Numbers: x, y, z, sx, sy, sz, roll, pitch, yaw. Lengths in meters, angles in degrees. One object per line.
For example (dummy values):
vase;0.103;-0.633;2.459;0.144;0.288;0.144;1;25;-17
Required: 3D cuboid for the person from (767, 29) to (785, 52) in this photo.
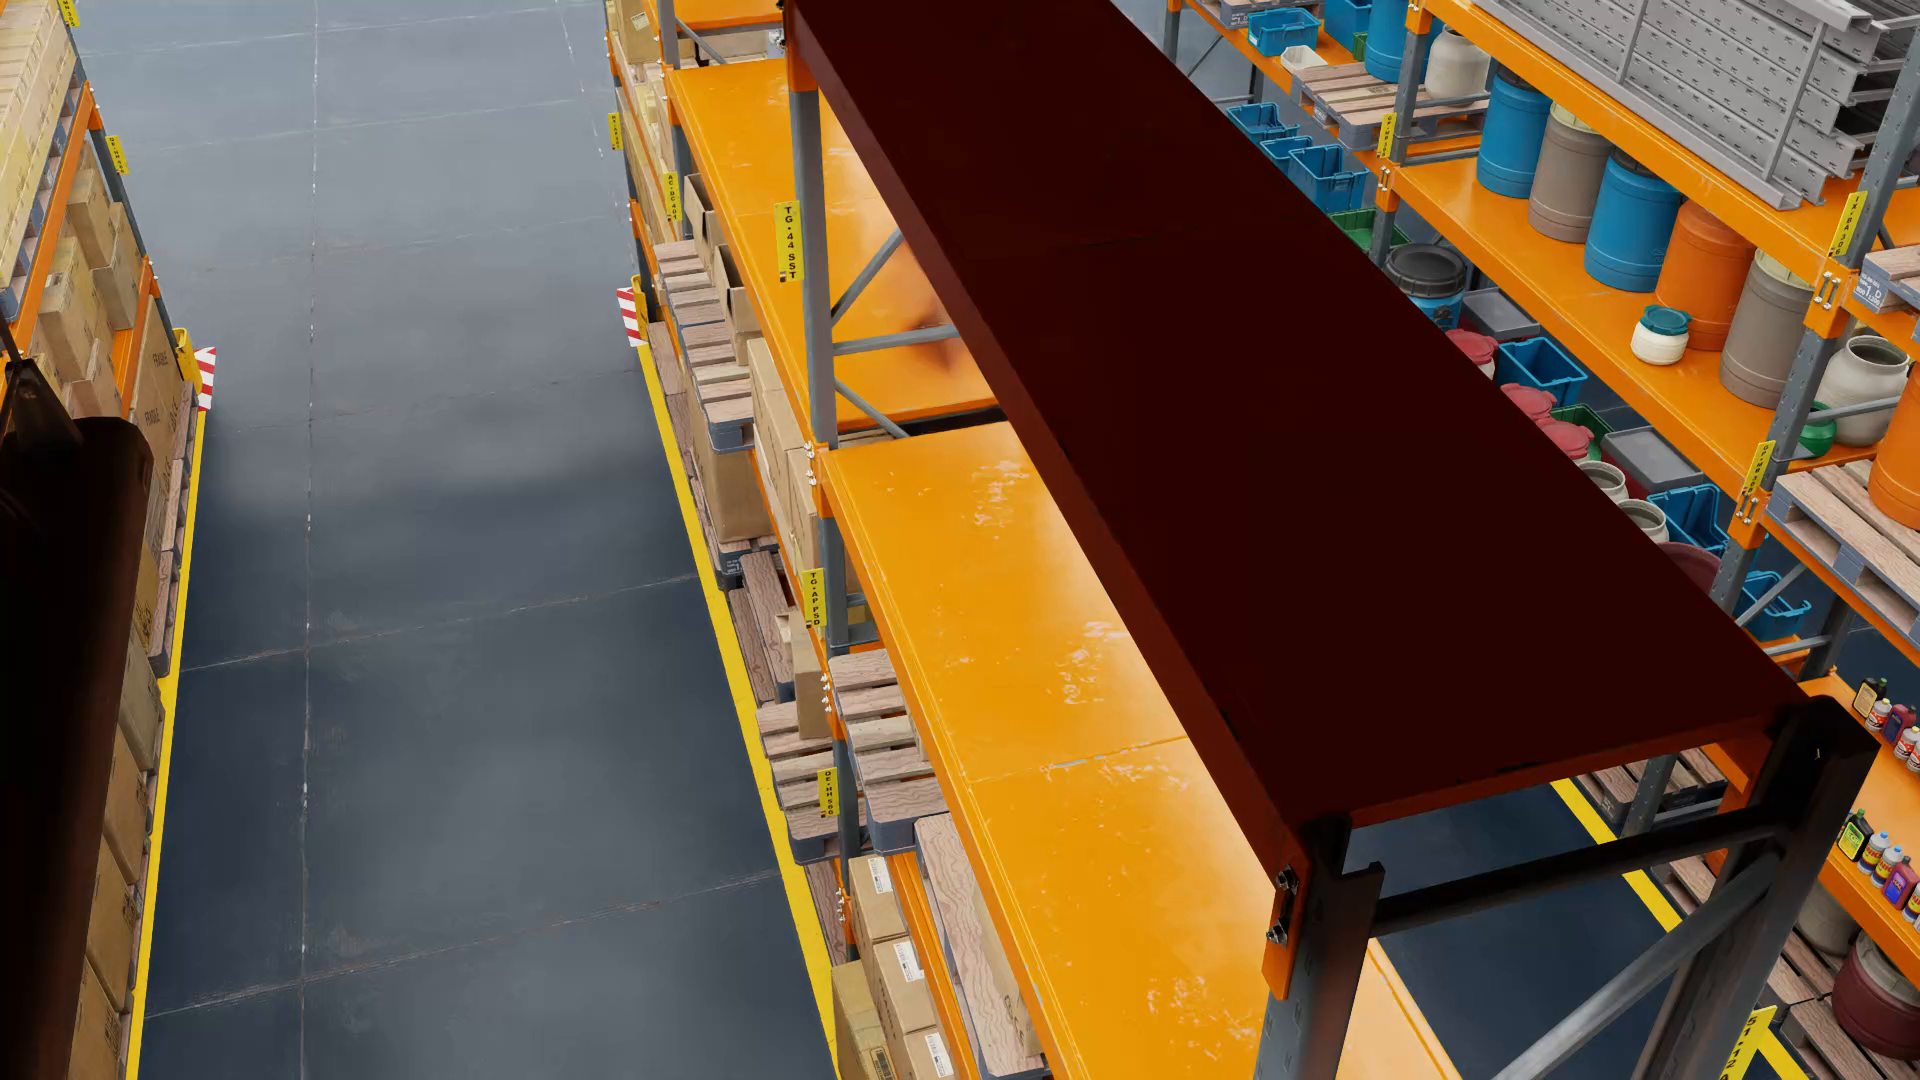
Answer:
person;-1.667;-5.063;17.783;0.768;1.839;0.665;7;39;9
